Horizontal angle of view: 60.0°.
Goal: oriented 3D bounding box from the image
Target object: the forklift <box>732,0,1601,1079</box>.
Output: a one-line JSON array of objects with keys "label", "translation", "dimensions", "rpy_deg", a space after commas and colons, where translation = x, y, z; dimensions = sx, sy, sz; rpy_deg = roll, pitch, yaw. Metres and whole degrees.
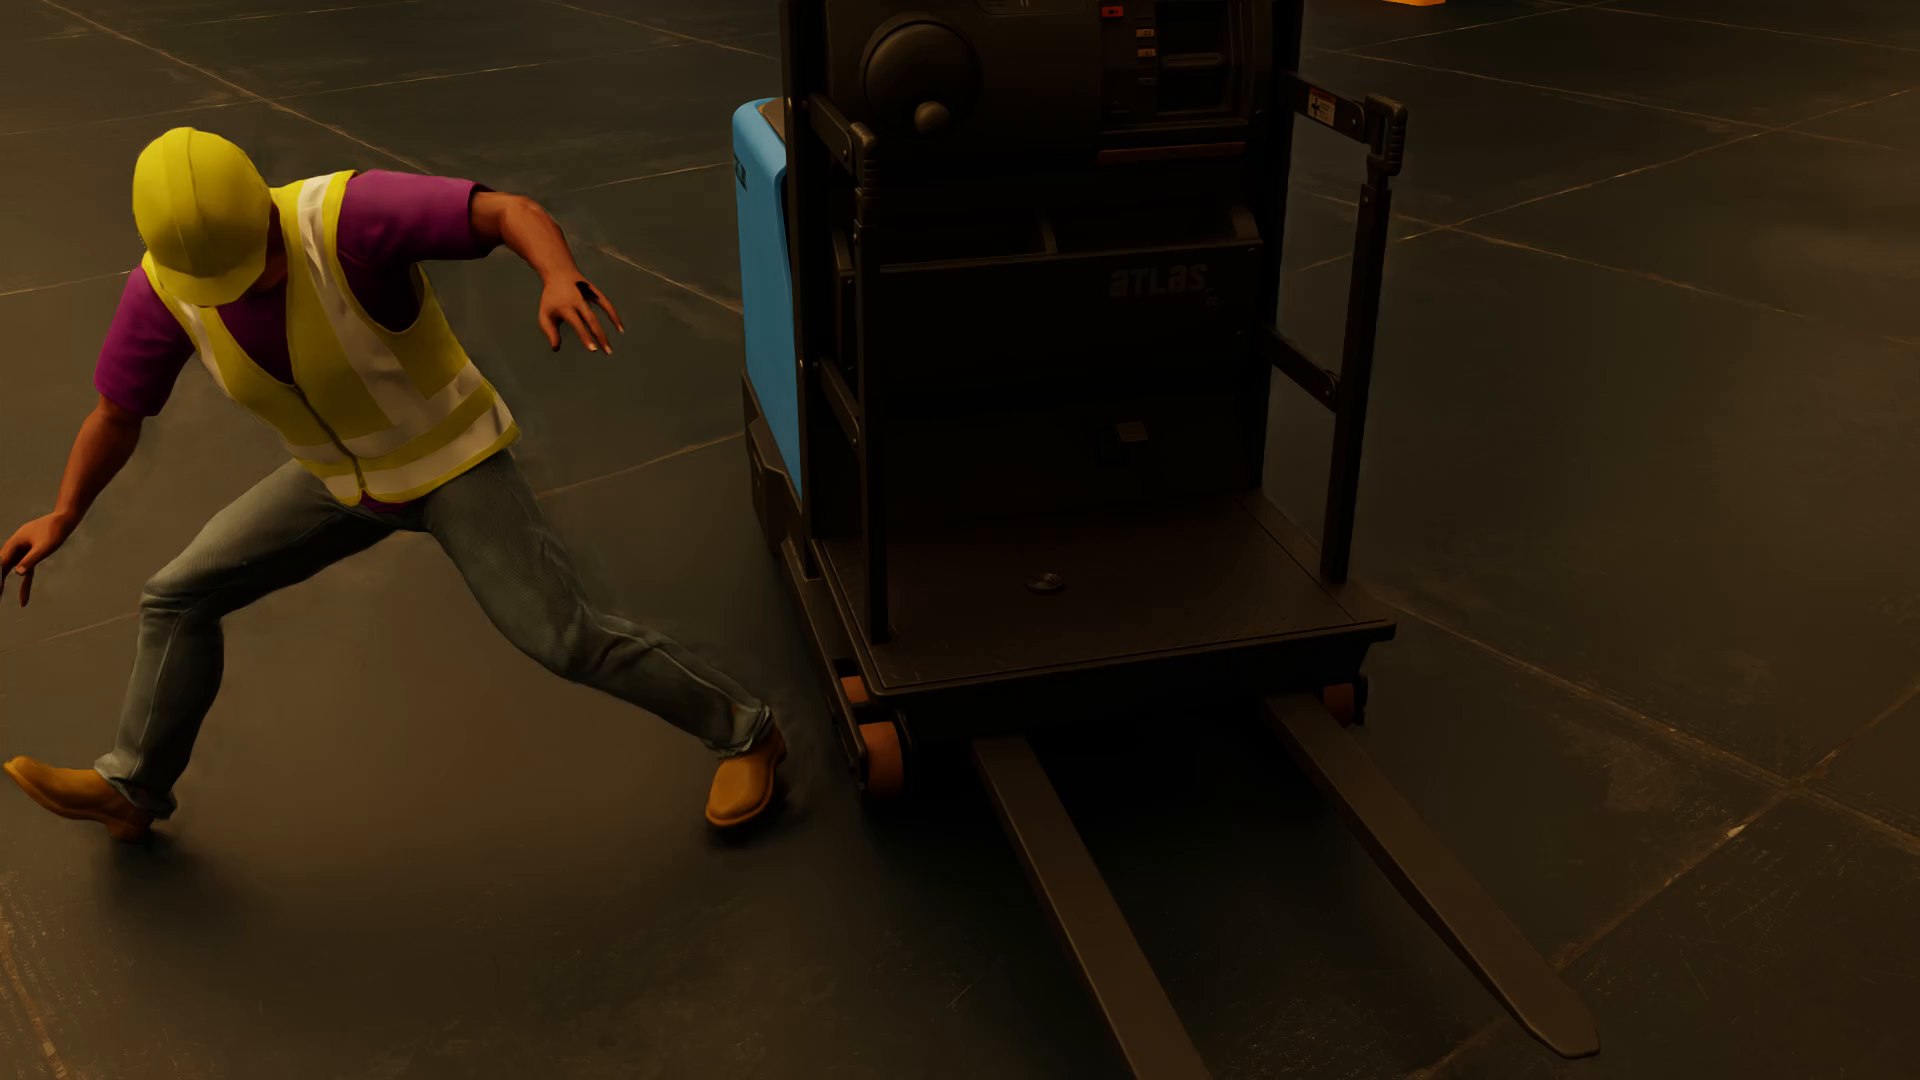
[{"label": "forklift", "translation": [0.244, -0.967, 3.152], "dimensions": [1.130, 2.935, 3.031], "rpy_deg": [-7, 27, -13]}]

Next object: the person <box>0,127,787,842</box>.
[{"label": "person", "translation": [-1.081, -0.061, 3.051], "dimensions": [1.335, 1.422, 0.830], "rpy_deg": [8, 27, 16]}]
